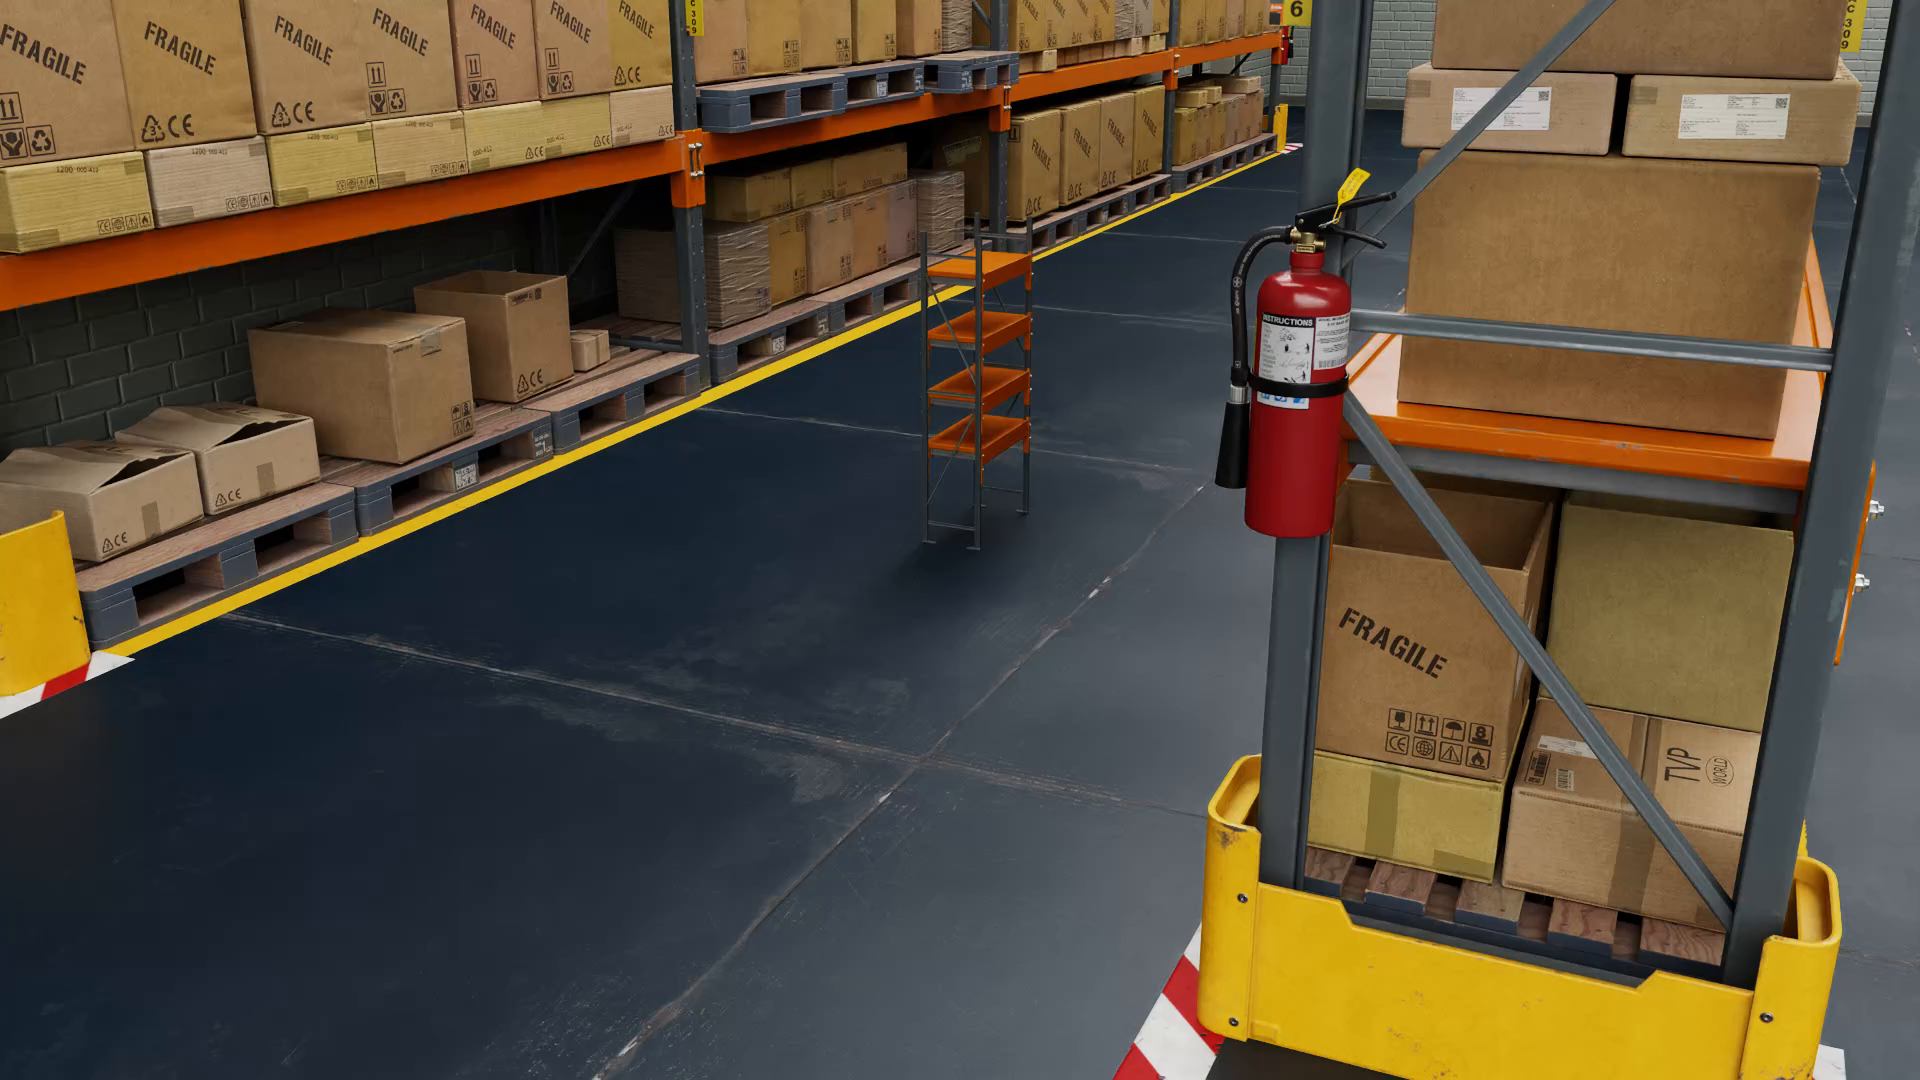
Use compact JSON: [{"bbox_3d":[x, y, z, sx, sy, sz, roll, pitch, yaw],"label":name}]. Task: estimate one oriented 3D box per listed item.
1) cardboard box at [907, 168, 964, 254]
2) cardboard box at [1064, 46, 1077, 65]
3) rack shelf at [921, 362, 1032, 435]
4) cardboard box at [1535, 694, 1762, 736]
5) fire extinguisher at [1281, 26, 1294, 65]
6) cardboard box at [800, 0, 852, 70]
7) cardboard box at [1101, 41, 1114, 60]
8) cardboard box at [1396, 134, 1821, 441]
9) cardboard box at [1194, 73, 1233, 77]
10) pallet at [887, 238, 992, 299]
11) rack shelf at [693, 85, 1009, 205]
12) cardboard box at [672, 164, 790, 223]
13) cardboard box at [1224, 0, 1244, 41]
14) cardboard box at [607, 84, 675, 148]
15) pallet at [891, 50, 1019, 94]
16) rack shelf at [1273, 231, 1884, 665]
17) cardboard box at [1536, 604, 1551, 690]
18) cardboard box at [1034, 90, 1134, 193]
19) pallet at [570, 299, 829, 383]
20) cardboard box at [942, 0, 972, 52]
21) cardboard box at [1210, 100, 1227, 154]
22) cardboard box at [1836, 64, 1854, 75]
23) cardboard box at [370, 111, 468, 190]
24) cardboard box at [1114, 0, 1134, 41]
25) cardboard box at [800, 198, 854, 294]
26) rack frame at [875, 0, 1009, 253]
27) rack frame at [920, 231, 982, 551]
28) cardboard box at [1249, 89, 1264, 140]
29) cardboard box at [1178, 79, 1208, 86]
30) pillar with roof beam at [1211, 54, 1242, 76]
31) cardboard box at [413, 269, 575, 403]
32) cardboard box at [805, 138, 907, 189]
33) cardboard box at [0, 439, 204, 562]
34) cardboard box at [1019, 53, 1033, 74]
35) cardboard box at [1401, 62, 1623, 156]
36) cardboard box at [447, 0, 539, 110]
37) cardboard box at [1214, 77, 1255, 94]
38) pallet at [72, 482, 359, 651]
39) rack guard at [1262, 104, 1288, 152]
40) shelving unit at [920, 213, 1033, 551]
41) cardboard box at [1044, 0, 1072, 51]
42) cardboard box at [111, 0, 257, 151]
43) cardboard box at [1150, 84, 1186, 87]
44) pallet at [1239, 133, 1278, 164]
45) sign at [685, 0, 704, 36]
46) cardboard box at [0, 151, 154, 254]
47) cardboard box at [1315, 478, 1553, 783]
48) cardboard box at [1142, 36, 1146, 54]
[{"bbox_3d":[-0.390,-2.281,11.480,0.700,0.500,0.500,9,21,23],"label":"cardboard box"},{"bbox_3d":[0.705,-3.836,13.123,0.380,0.149,0.250,9,21,24],"label":"cardboard box"},{"bbox_3d":[0.068,-0.553,6.433,0.258,0.148,0.480,9,21,23],"label":"rack shelf"},{"bbox_3d":[1.726,0.456,4.186,0.500,0.250,0.500,9,21,23],"label":"cardboard box"},{"bbox_3d":[3.616,-5.695,18.678,0.296,0.674,0.183,9,21,23],"label":"fire extinguisher"},{"bbox_3d":[-1.065,-3.037,9.725,0.700,0.500,0.500,12,23,30],"label":"cardboard box"},{"bbox_3d":[1.055,-4.068,13.776,0.380,0.149,0.250,8,21,21],"label":"cardboard box"},{"bbox_3d":[1.305,-0.543,3.369,0.700,0.500,0.500,9,21,23],"label":"cardboard box"},{"bbox_3d":[2.807,-5.088,18.435,0.380,0.149,0.250,9,21,23],"label":"cardboard box"},{"bbox_3d":[-0.464,-1.926,11.570,1.003,0.211,1.213,9,21,23],"label":"pallet"},{"bbox_3d":[-0.962,-2.528,10.175,1.077,0.370,4.000,9,21,23],"label":"rack shelf"},{"bbox_3d":[-1.317,-2.001,9.574,0.500,0.250,0.500,8,21,22],"label":"cardboard box"},{"bbox_3d":[2.325,-5.453,16.877,0.980,0.700,0.700,7,21,20],"label":"cardboard box"},{"bbox_3d":[-1.698,-2.008,7.833,0.500,0.250,0.500,9,21,23],"label":"cardboard box"},{"bbox_3d":[-0.337,-3.156,11.153,1.213,0.211,1.003,9,21,23],"label":"pallet"},{"bbox_3d":[1.921,-0.627,4.829,1.077,0.370,4.000,9,21,23],"label":"rack shelf"},{"bbox_3d":[1.449,0.231,4.820,0.500,0.250,0.500,9,21,23],"label":"cardboard box"},{"bbox_3d":[0.986,-3.398,14.128,0.750,0.750,0.750,9,22,24],"label":"cardboard box"},{"bbox_3d":[-1.463,-1.180,9.473,1.003,0.211,1.213,9,21,23],"label":"pallet"},{"bbox_3d":[-0.326,-3.588,11.276,0.700,0.500,0.500,6,20,16],"label":"cardboard box"},{"bbox_3d":[2.316,-4.246,17.035,0.700,0.500,0.500,9,22,24],"label":"cardboard box"},{"bbox_3d":[1.565,-0.879,3.346,0.380,0.149,0.250,8,21,21],"label":"cardboard box"},{"bbox_3d":[-2.306,-1.547,6.537,0.500,0.250,0.500,9,21,23],"label":"cardboard box"},{"bbox_3d":[1.123,-4.413,13.777,0.500,0.500,0.500,9,21,23],"label":"cardboard box"},{"bbox_3d":[-1.083,-1.828,10.207,0.700,0.500,0.500,9,21,23],"label":"cardboard box"},{"bbox_3d":[-0.143,-3.479,11.774,1.000,3.000,0.127,9,21,23],"label":"rack frame"},{"bbox_3d":[-0.032,-0.541,6.200,0.240,1.200,0.015,9,21,23],"label":"rack frame"},{"bbox_3d":[2.938,-4.717,18.359,0.700,0.500,0.500,9,21,23],"label":"cardboard box"},{"bbox_3d":[2.394,-4.779,17.565,0.380,0.149,0.250,9,21,23],"label":"cardboard box"},{"bbox_3d":[7.377,-9.104,18.639,9.100,9.000,0.400,9,21,23],"label":"pillar with roof beam"},{"bbox_3d":[-2.169,-0.963,7.773,0.500,0.500,0.500,7,21,19],"label":"cardboard box"},{"bbox_3d":[-0.681,-2.469,10.889,0.500,0.250,0.500,9,21,24],"label":"cardboard box"},{"bbox_3d":[-3.053,-0.173,5.834,0.500,0.311,0.500,6,20,17],"label":"cardboard box"},{"bbox_3d":[0.315,-3.515,12.220,0.380,0.149,0.250,9,21,23],"label":"cardboard box"},{"bbox_3d":[1.085,-0.850,3.266,0.380,0.149,0.250,8,21,22],"label":"cardboard box"},{"bbox_3d":[-2.107,-2.055,6.846,0.500,0.500,0.500,8,21,21],"label":"cardboard box"},{"bbox_3d":[2.948,-4.880,17.849,0.380,0.149,0.250,9,22,24],"label":"cardboard box"},{"bbox_3d":[-3.023,0.014,6.115,1.003,0.211,1.213,9,21,23],"label":"pallet"},{"bbox_3d":[3.143,-4.754,19.090,1.175,0.500,0.348,9,21,23],"label":"rack guard"},{"bbox_3d":[0.068,-0.616,6.410,0.258,1.200,0.503,9,21,23],"label":"shelving unit"},{"bbox_3d":[0.513,-3.948,12.469,0.500,0.500,0.500,9,22,24],"label":"cardboard box"},{"bbox_3d":[-2.737,-1.580,5.509,0.500,0.500,0.500,9,21,23],"label":"cardboard box"},{"bbox_3d":[2.080,-4.544,16.905,0.380,0.149,0.250,9,21,23],"label":"cardboard box"},{"bbox_3d":[2.877,-4.355,18.400,1.003,0.211,1.213,9,21,23],"label":"pallet"},{"bbox_3d":[-1.282,-2.592,7.988,0.100,0.325,0.005,9,21,23],"label":"sign"},{"bbox_3d":[-2.929,-1.078,5.216,0.500,0.250,0.500,8,21,21],"label":"cardboard box"},{"bbox_3d":[1.050,0.185,3.830,0.500,0.500,0.500,9,21,23],"label":"cardboard box"},{"bbox_3d":[1.386,-4.297,14.420,0.380,0.149,0.250,9,22,24],"label":"cardboard box"}]
